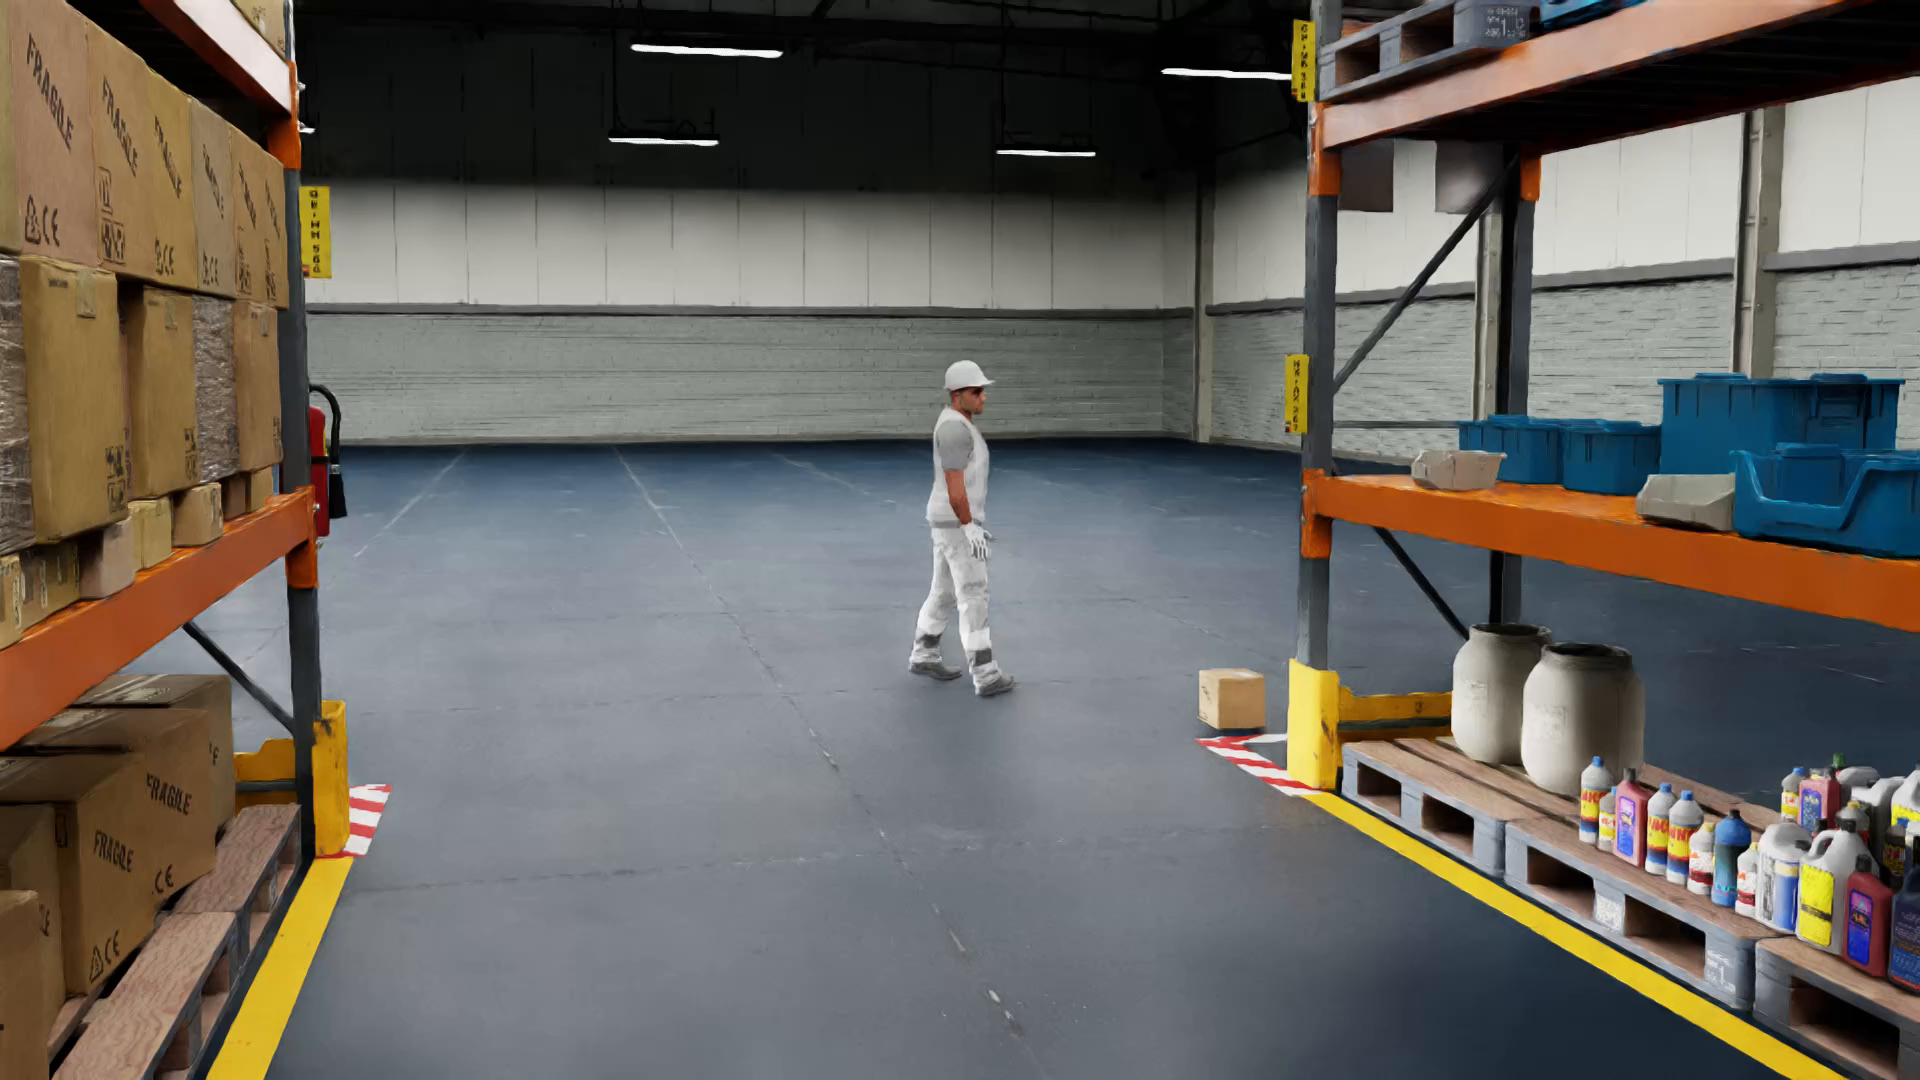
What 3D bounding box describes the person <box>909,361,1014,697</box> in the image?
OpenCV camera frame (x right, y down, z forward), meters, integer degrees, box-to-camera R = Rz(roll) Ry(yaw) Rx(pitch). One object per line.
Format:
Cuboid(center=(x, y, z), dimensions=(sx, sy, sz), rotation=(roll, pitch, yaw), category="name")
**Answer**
Cuboid(center=(0.005, -0.077, 9.020), dimensions=(0.570, 1.780, 0.649), rotation=(0, 6, -2), category="person")
